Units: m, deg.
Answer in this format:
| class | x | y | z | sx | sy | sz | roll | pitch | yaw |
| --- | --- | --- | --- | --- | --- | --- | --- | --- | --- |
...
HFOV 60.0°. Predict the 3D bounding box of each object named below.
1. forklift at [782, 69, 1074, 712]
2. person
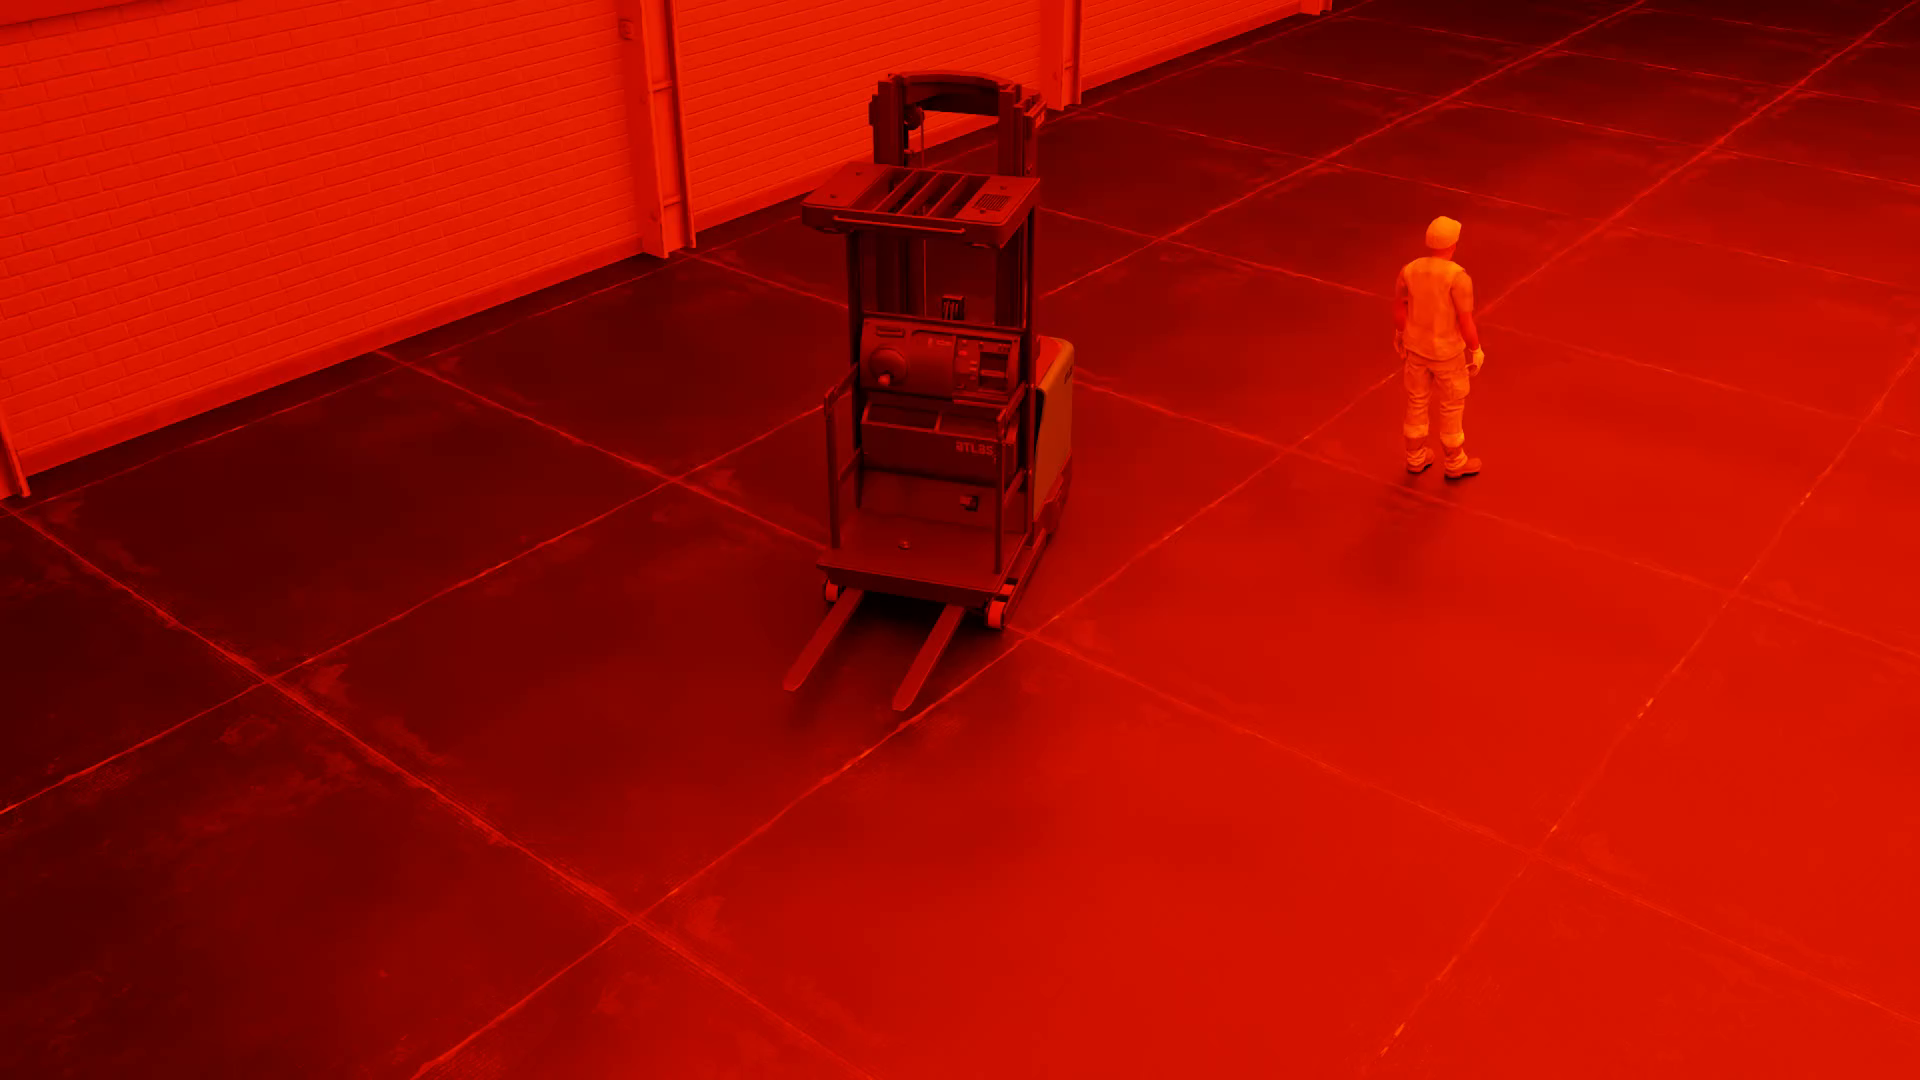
| class | x | y | z | sx | sy | sz | roll | pitch | yaw |
| --- | --- | --- | --- | --- | --- | --- | --- | --- | --- |
| forklift | -0.176 | -0.972 | 9.258 | 1.130 | 2.935 | 3.031 | 9 | 31 | 14 |
| person | 3.160 | -1.274 | 10.892 | 0.562 | 1.790 | 0.637 | -25 | 38 | -36 |
